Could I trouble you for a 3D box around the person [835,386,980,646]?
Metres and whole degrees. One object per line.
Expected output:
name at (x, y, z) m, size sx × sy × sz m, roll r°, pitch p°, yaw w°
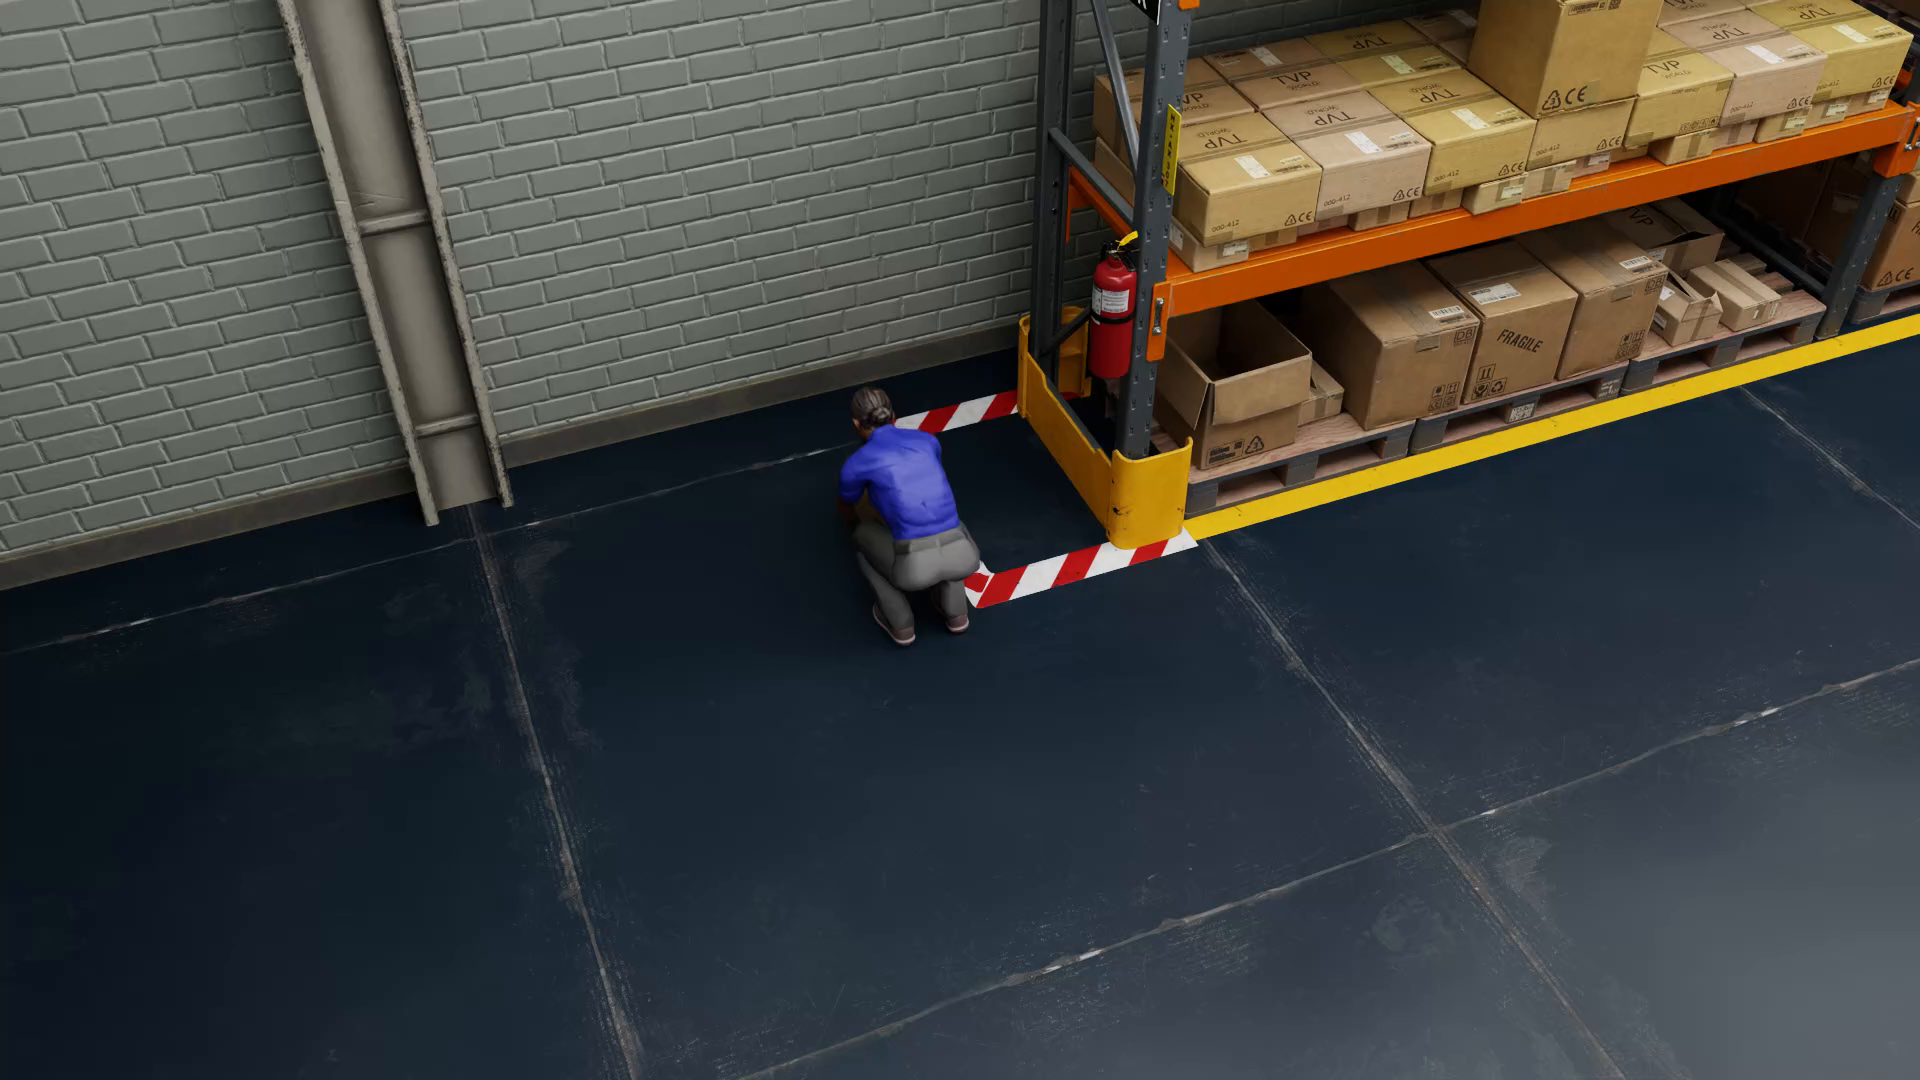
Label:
person at (-0.227, -0.092, 6.807) m, size 0.482 × 0.942 × 0.822 m, roll -14°, pitch 44°, yaw -15°
